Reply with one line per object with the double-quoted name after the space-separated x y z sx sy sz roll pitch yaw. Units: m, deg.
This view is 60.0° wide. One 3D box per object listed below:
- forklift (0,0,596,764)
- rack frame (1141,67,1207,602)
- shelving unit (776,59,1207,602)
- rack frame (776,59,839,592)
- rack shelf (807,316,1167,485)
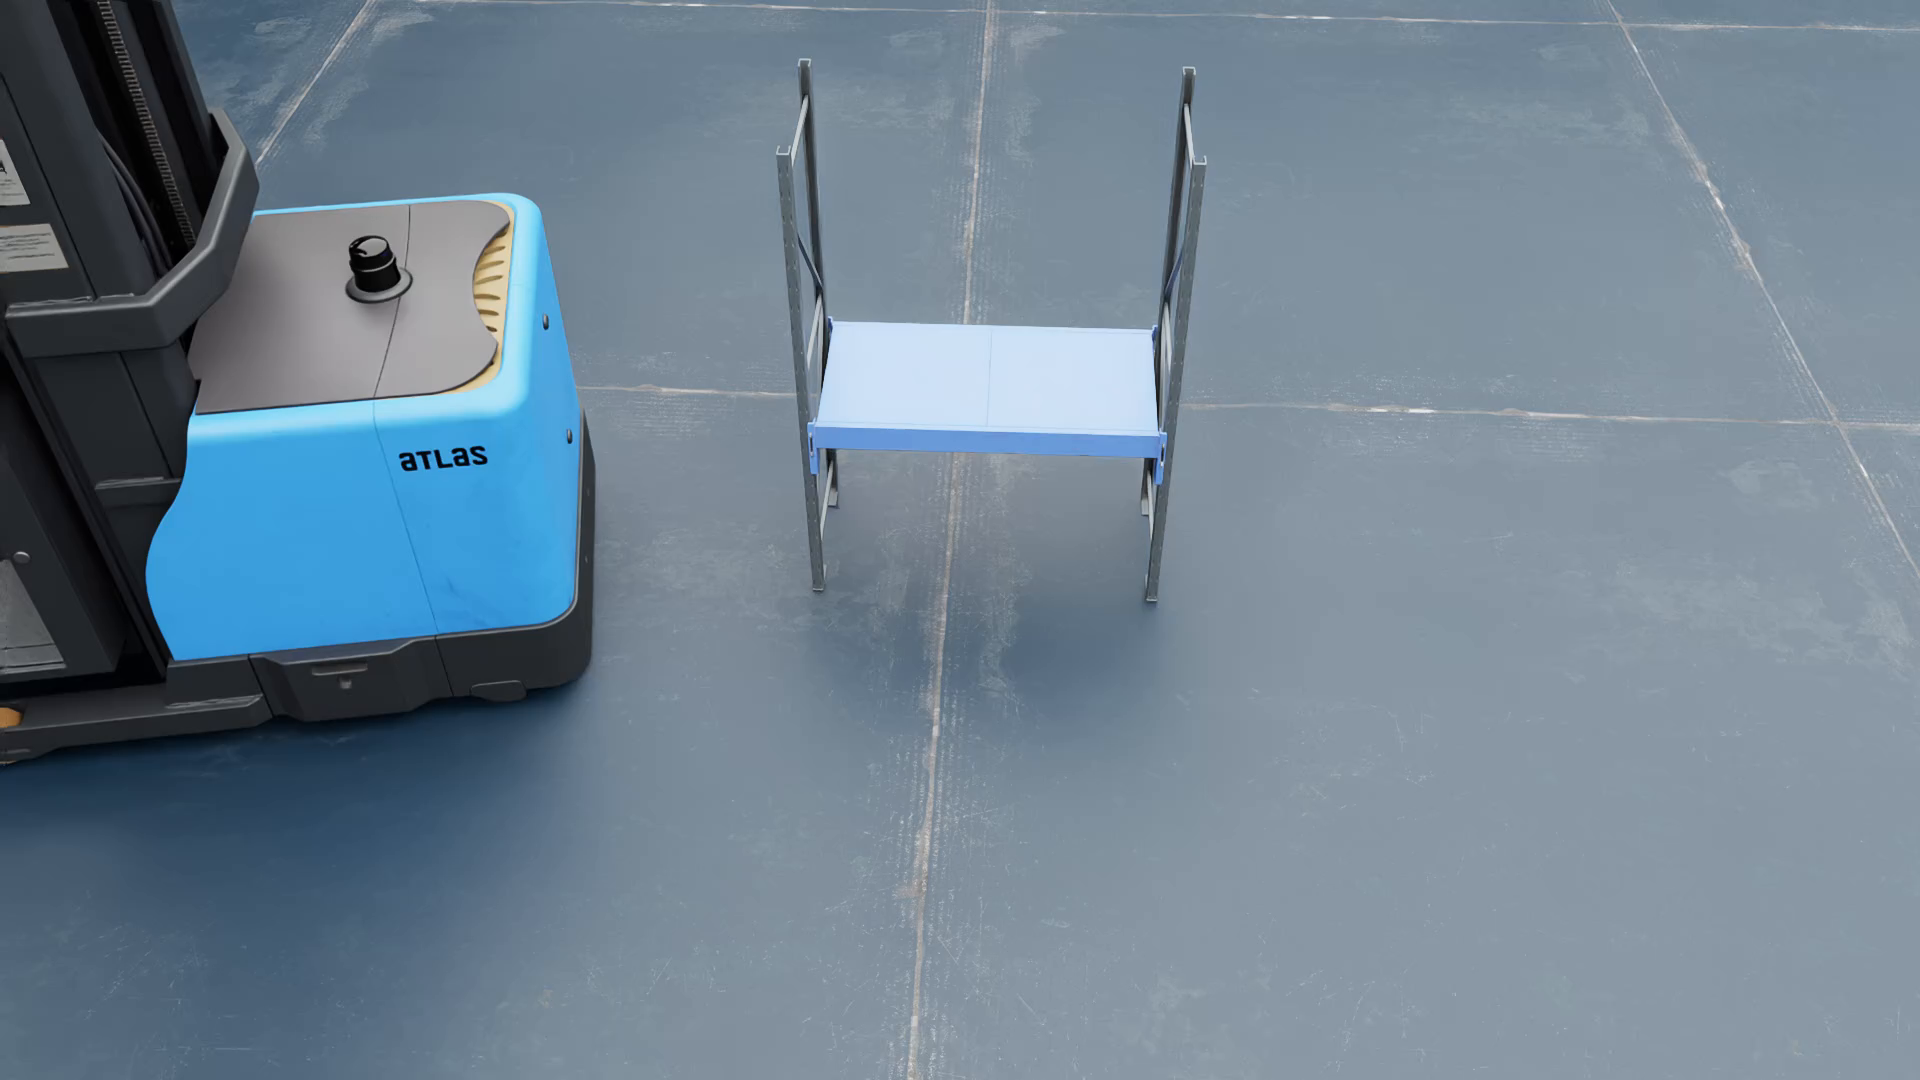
-2.621 -0.822 3.982 3.031 2.935 1.130 -6 43 -6 "forklift"
0.593 -0.531 4.719 0.032 1.500 0.500 2 43 2 "rack frame"
0.085 -0.546 4.736 1.048 1.500 0.538 2 43 2 "shelving unit"
-0.423 -0.562 4.753 0.032 1.500 0.500 2 43 2 "rack frame"
0.085 -0.415 4.859 1.000 0.185 0.538 2 43 2 "rack shelf"
